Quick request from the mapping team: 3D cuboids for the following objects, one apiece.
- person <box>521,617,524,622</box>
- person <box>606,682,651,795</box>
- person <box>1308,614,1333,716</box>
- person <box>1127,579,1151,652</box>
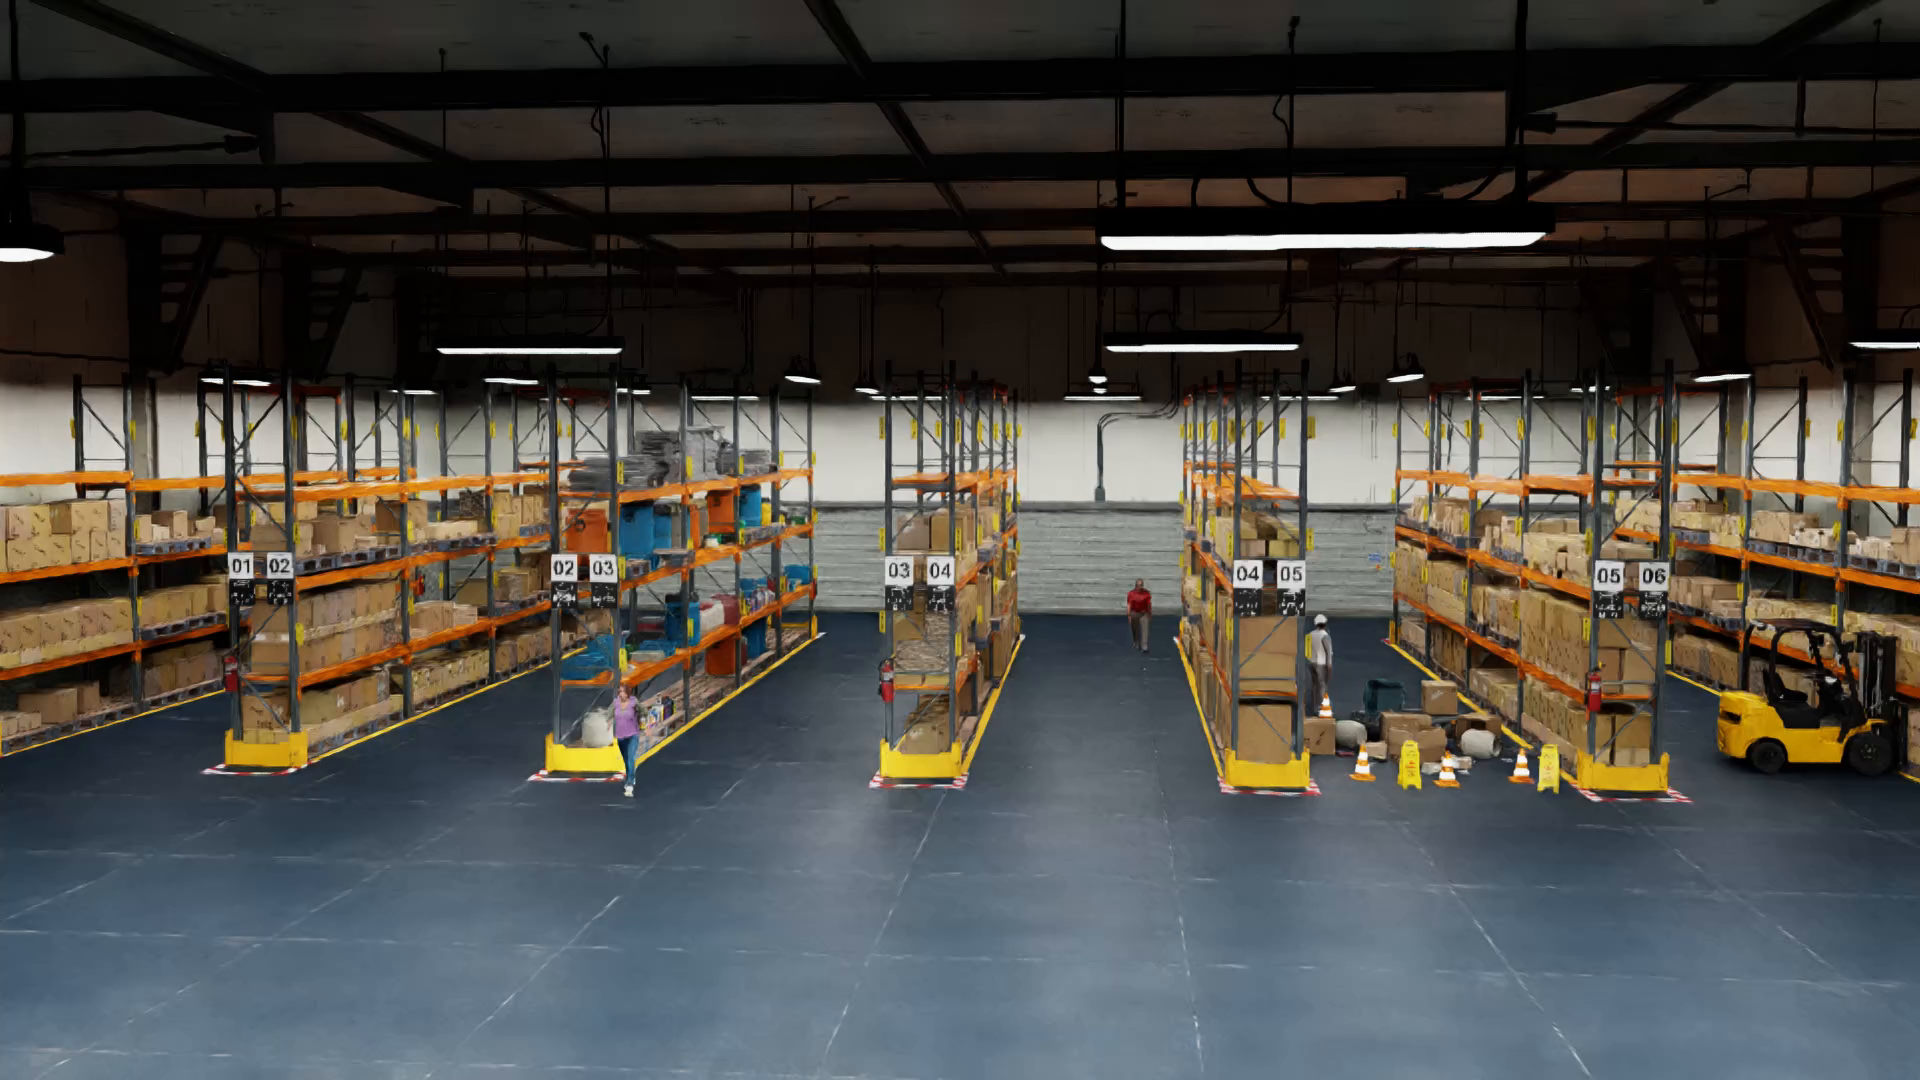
[{"bbox_3d":[-11.192,1.461,41.807,0.592,1.604,0.513,0,4,3],"label":"person"},{"bbox_3d":[-4.617,2.717,23.105,0.562,1.530,0.815,1,4,11],"label":"person"},{"bbox_3d":[6.376,2.183,29.248,0.450,1.768,0.584,-2,4,-24],"label":"person"},{"bbox_3d":[4.044,1.690,37.612,0.542,1.645,1.126,0,4,7],"label":"person"}]
